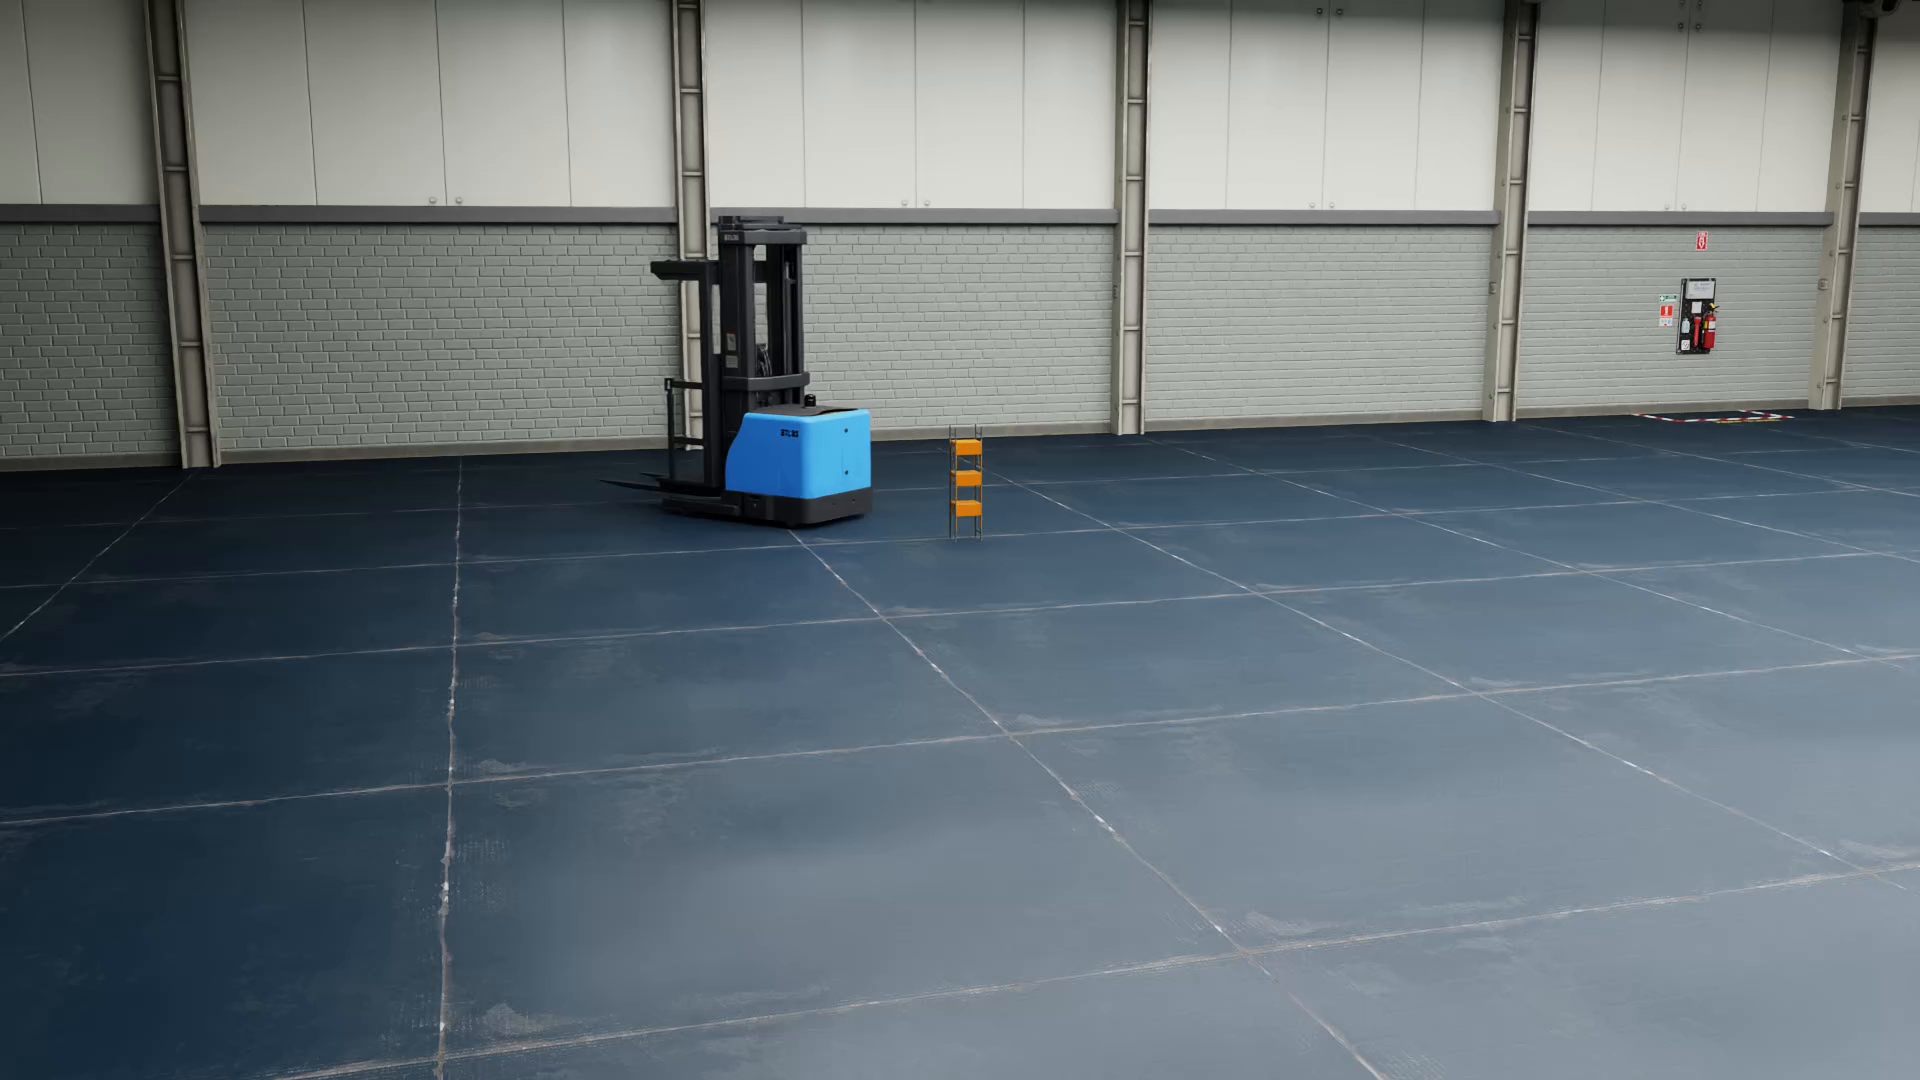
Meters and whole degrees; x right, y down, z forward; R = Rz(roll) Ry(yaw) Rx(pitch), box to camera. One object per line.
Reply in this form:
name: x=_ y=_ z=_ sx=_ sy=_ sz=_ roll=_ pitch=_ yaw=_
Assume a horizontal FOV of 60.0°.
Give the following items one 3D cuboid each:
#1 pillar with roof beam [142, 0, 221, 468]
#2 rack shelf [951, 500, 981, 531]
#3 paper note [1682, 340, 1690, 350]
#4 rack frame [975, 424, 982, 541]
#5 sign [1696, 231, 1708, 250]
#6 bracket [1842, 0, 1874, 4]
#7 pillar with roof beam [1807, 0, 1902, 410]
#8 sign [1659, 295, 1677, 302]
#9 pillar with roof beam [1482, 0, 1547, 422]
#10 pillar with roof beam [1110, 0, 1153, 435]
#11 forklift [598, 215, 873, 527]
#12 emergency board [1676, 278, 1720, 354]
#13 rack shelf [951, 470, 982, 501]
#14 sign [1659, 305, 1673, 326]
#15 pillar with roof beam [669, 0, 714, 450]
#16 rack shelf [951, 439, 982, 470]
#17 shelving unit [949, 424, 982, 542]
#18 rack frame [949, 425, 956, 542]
pillar with roof beam: x=-7.965 y=-4.573 z=15.235 sx=0.400 sy=9.000 sz=9.100 roll=-3 pitch=11 yaw=-16
rack shelf: x=0.051 y=-0.235 z=15.222 sx=0.240 sy=0.259 sz=0.215 roll=-3 pitch=11 yaw=-16
paper note: x=11.302 y=-3.037 z=25.894 sx=0.142 sy=0.148 sz=0.016 roll=-3 pitch=11 yaw=-16
rack frame: x=0.169 y=-0.525 z=15.203 sx=0.008 sy=1.050 sz=0.200 roll=-3 pitch=11 yaw=-16
sign: x=11.456 y=-4.624 z=25.679 sx=0.199 sy=0.298 sz=0.001 roll=-3 pitch=11 yaw=-16
bracket: x=13.576 y=-8.223 z=25.122 sx=0.430 sy=0.232 sz=0.235 roll=-3 pitch=11 yaw=-16
pillar with roof beam: x=15.078 y=-5.787 z=21.832 sx=0.548 sy=9.000 sz=9.100 roll=-3 pitch=11 yaw=-16
sign: x=10.939 y=-3.734 z=25.684 sx=0.331 sy=0.109 sz=0.001 roll=-3 pitch=11 yaw=-16
pillar with roof beam: x=9.317 y=-5.484 z=20.183 sx=0.548 sy=9.000 sz=9.100 roll=-3 pitch=11 yaw=-16
pillar with roof beam: x=3.556 y=-5.180 z=18.534 sx=0.400 sy=9.000 sz=9.100 roll=-3 pitch=11 yaw=-16
forklift: x=-2.369 y=-1.749 z=16.653 sx=3.031 sy=2.935 sz=1.130 roll=7 pitch=13 yaw=34
emergency board: x=11.491 y=-3.467 z=25.797 sx=0.643 sy=1.169 sz=0.194 roll=-3 pitch=11 yaw=-16
rack shelf: x=0.051 y=-0.509 z=15.172 sx=0.240 sy=0.259 sz=0.215 roll=-3 pitch=11 yaw=-16
sign: x=10.932 y=-3.474 z=25.739 sx=0.234 sy=0.329 sz=0.001 roll=-3 pitch=11 yaw=-16
pillar with roof beam: x=-2.205 y=-4.876 z=16.884 sx=0.400 sy=9.000 sz=9.100 roll=-3 pitch=11 yaw=-16
rack shelf: x=0.051 y=-0.788 z=15.120 sx=0.240 sy=0.259 sz=0.215 roll=-3 pitch=11 yaw=-16
shelving unit: x=0.051 y=-0.519 z=15.170 sx=0.252 sy=1.050 sz=0.215 roll=-3 pitch=11 yaw=-16
rack frame: x=-0.066 y=-0.513 z=15.136 sx=0.008 sy=1.050 sz=0.200 roll=-3 pitch=11 yaw=-16
